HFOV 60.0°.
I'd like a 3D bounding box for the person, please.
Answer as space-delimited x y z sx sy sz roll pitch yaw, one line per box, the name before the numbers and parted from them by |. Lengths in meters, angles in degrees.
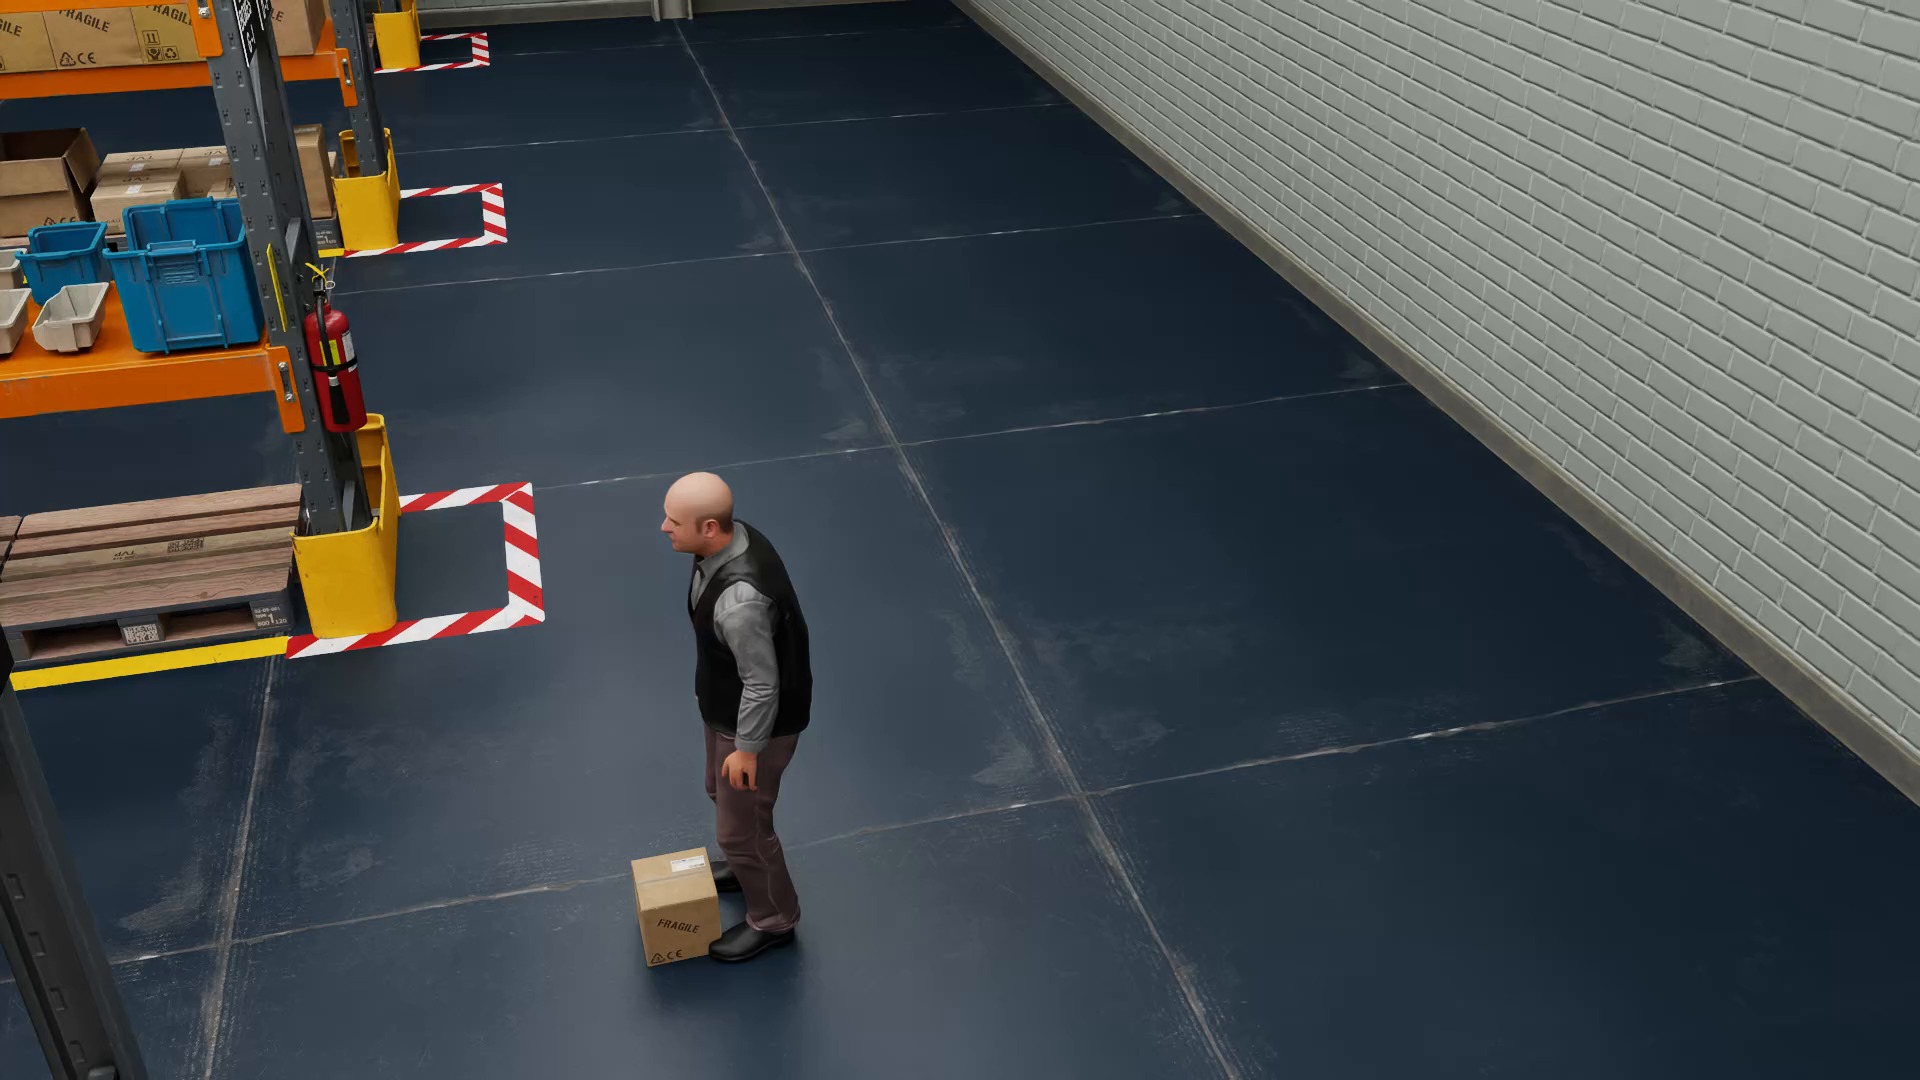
person | -0.672 0.583 5.250 0.412 1.618 0.583 -8 31 -14
